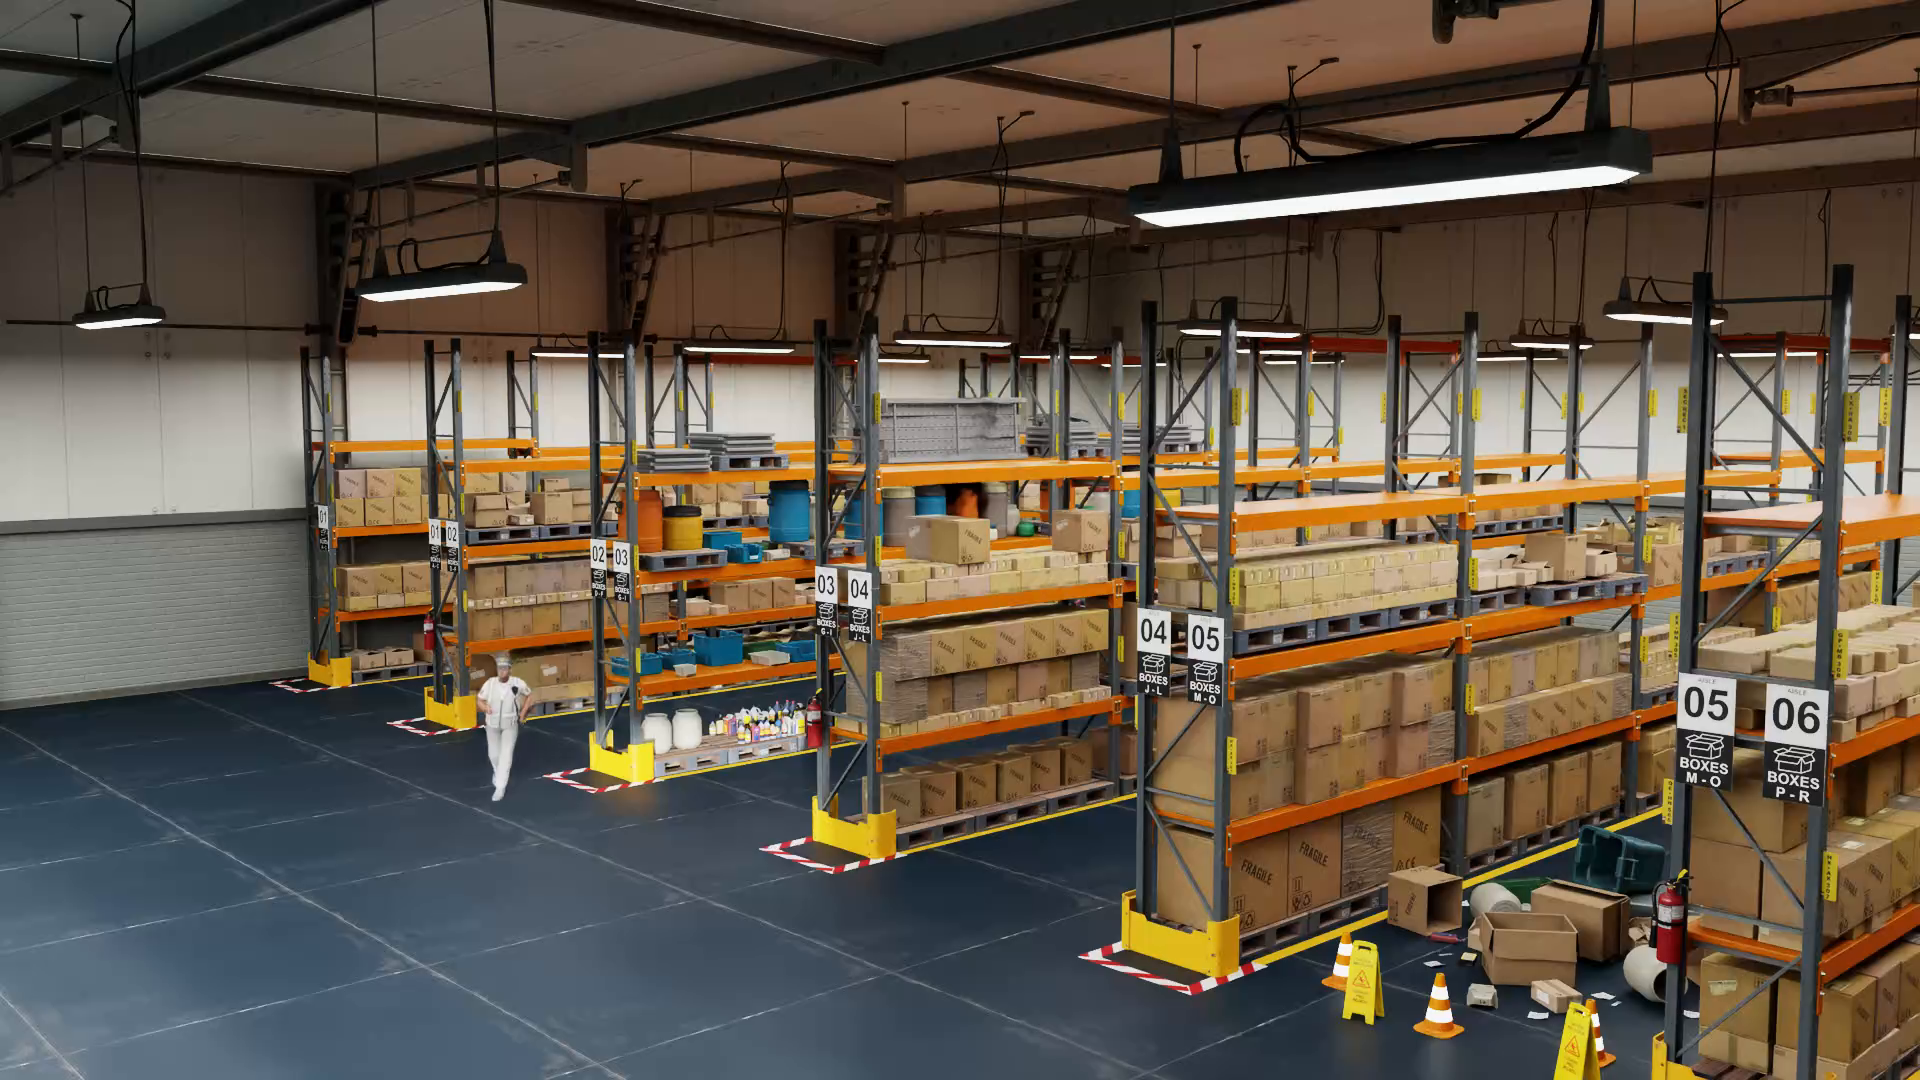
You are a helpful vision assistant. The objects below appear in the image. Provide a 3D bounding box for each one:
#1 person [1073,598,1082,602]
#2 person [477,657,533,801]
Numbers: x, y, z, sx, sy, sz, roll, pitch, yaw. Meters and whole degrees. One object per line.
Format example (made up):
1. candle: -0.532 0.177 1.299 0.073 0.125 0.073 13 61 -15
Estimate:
1. person: 2.555 1.397 32.890 0.656 1.783 0.899 4 6 36
2. person: -5.892 2.394 21.516 0.677 1.808 0.896 0 5 -4
